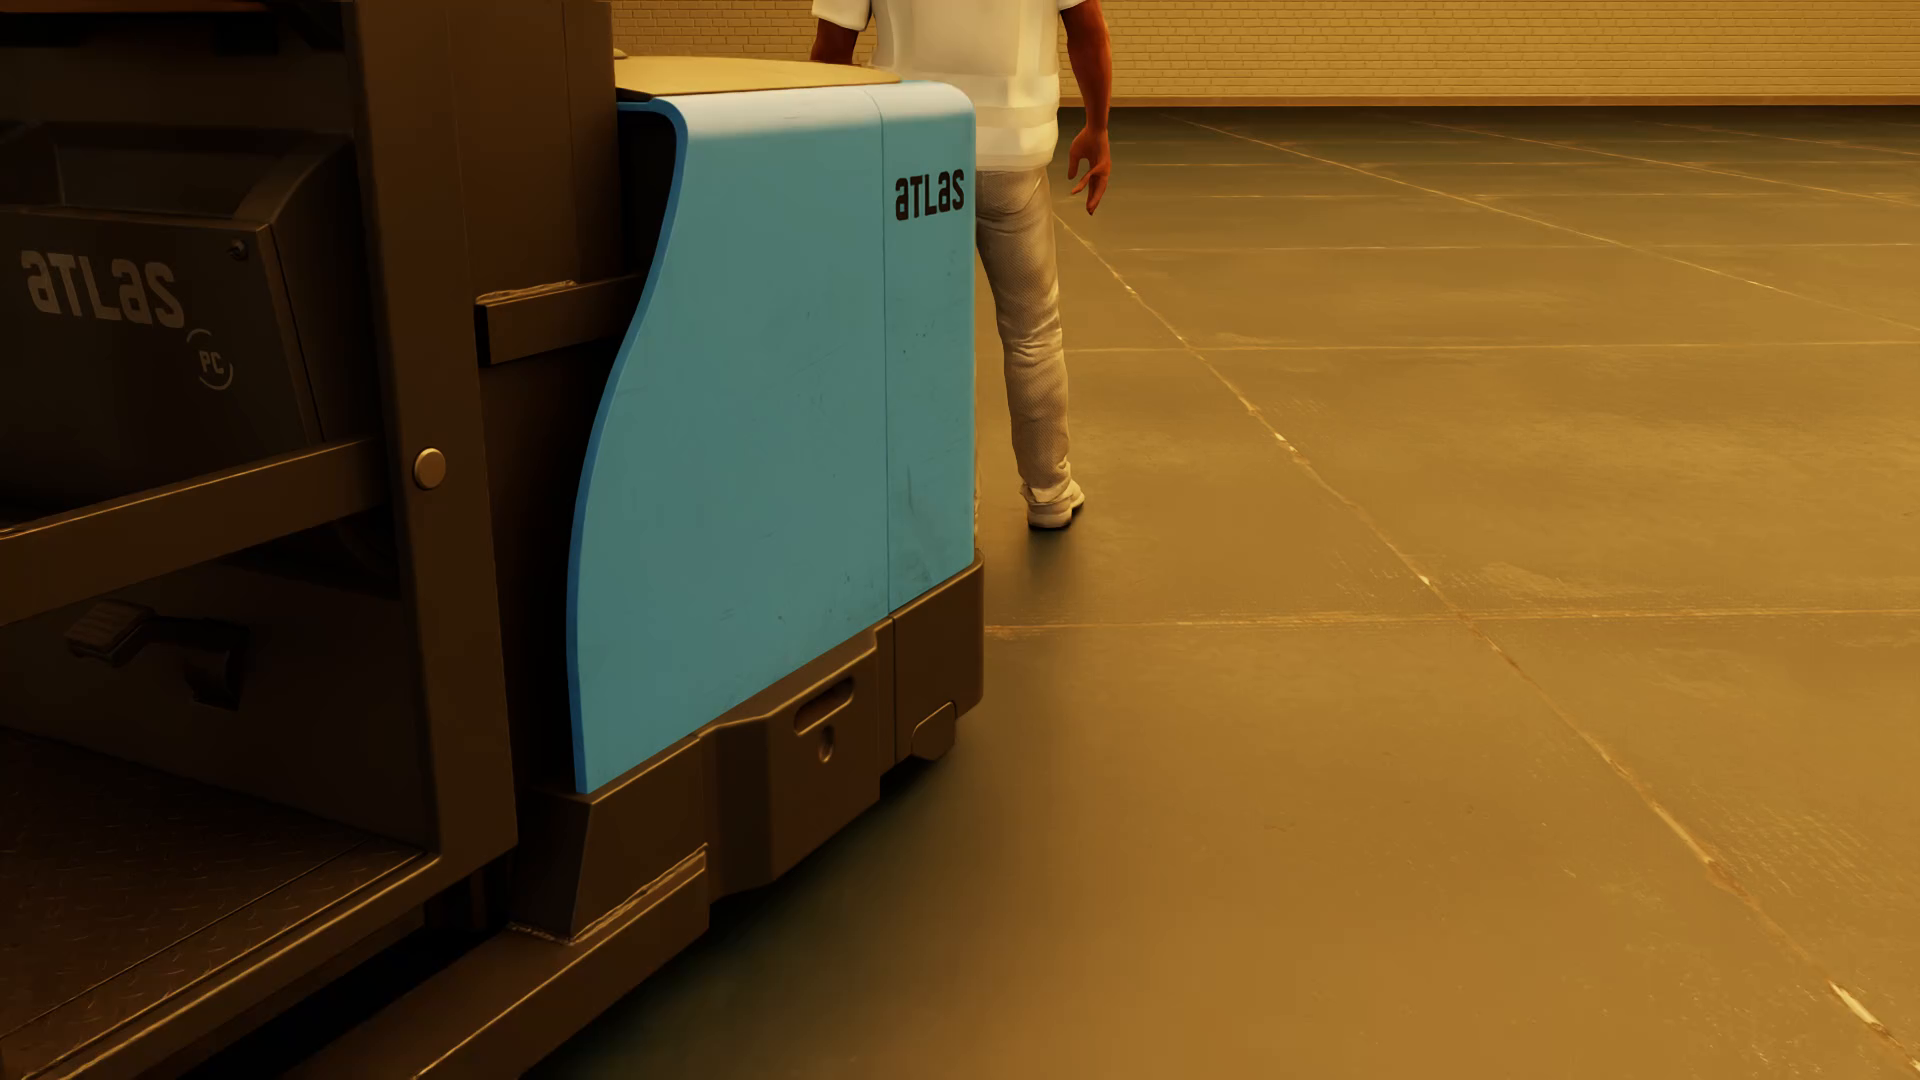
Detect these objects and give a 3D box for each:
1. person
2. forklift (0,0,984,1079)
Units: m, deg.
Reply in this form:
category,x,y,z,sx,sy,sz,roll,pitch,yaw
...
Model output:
category,x,y,z,sx,sy,sz,roll,pitch,yaw
person,0.002,-0.872,3.724,0.666,1.765,0.577,-1,17,-3
forklift,-1.089,-0.763,1.402,1.130,2.935,3.031,9,19,26
